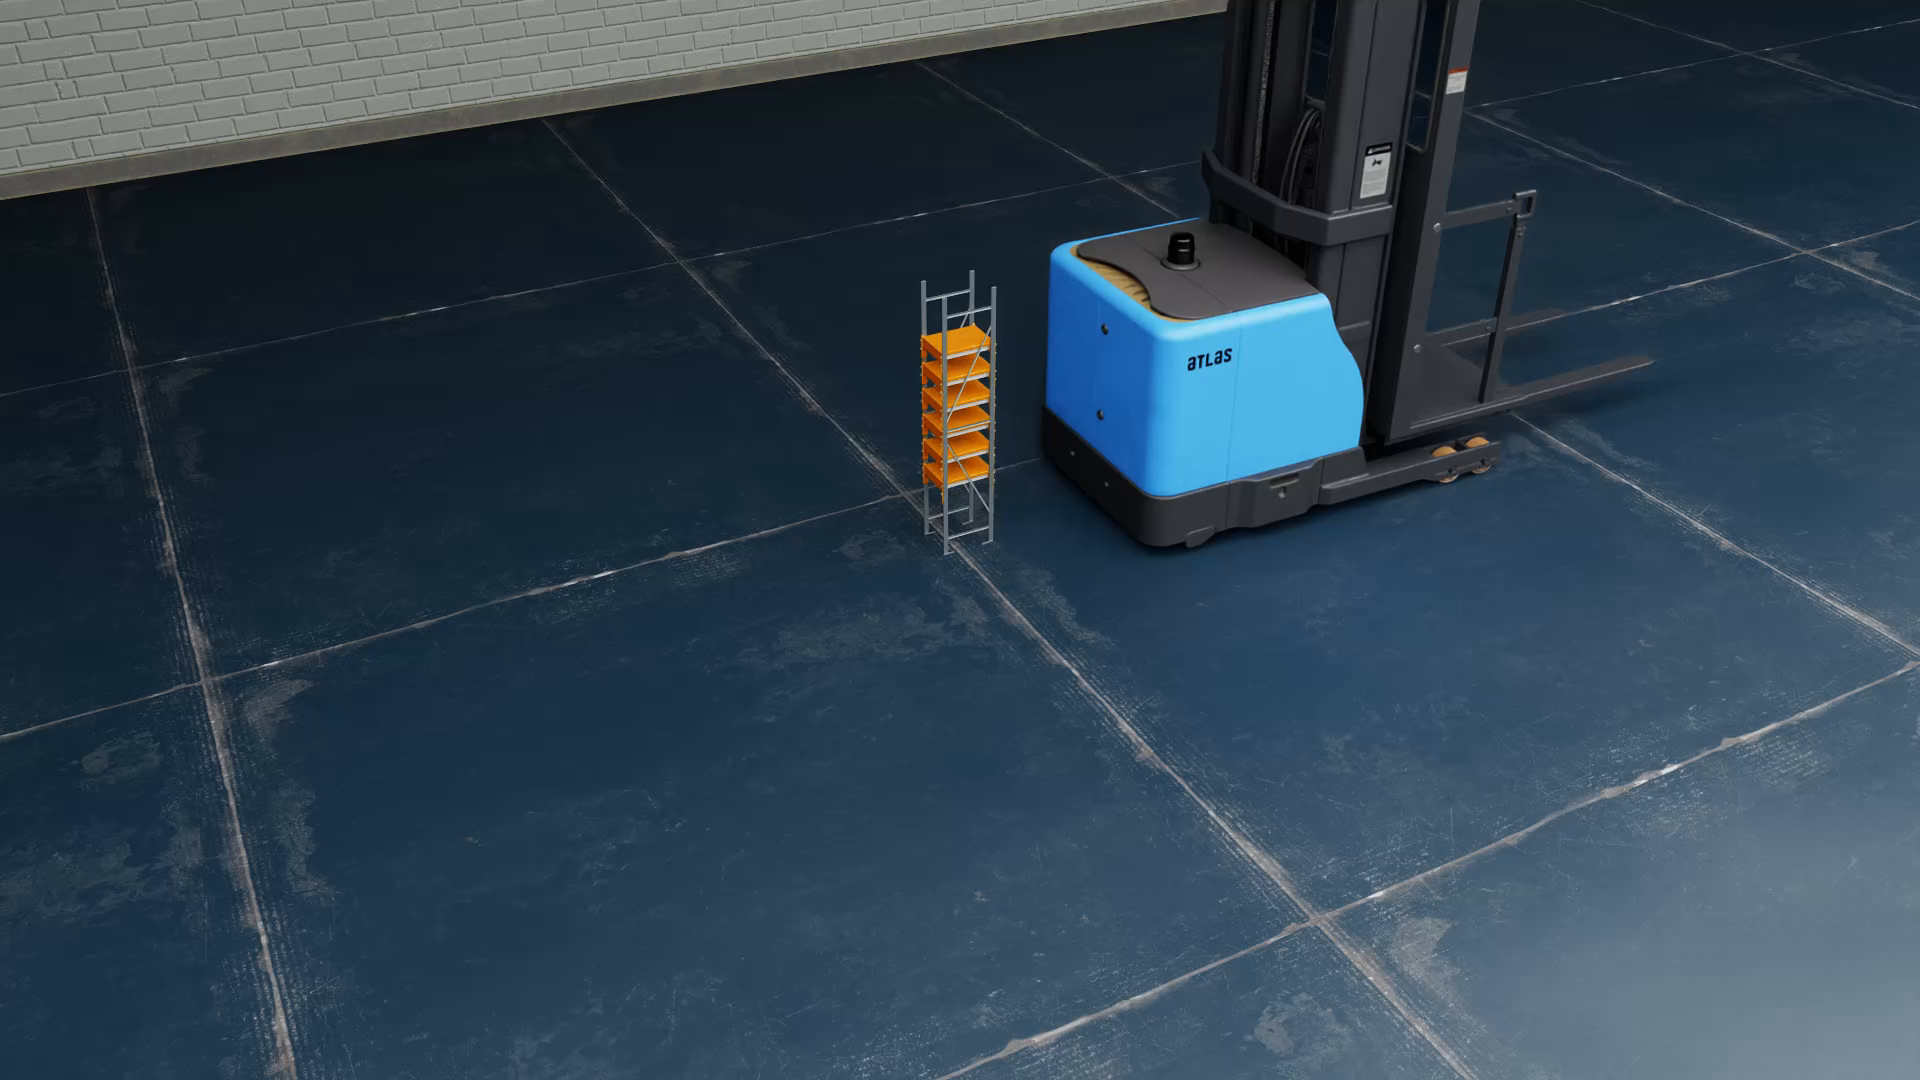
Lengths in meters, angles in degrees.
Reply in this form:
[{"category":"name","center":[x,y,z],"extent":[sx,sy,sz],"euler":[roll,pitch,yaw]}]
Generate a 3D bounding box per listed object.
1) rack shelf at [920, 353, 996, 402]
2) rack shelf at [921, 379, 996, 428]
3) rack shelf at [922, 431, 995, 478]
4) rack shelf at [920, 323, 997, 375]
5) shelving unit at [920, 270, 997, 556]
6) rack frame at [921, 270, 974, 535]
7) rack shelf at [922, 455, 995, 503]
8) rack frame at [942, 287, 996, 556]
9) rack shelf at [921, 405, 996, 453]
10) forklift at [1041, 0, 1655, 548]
[{"category":"rack shelf","center":[-0.007,-0.677,6.832],"extent":[0.258,0.103,0.180],"euler":[-16,36,-23]},{"category":"rack shelf","center":[-0.007,-0.576,6.896],"extent":[0.258,0.103,0.180],"euler":[-16,36,-23]},{"category":"rack shelf","center":[-0.007,-0.374,7.026],"extent":[0.258,0.103,0.180],"euler":[-16,36,-23]},{"category":"rack shelf","center":[-0.007,-0.778,6.767],"extent":[0.258,0.103,0.180],"euler":[-16,36,-23]},{"category":"shelving unit","center":[-0.007,-0.512,6.937],"extent":[0.258,1.200,0.189],"euler":[-16,36,-23]},{"category":"rack frame","center":[-0.049,-0.556,7.005],"extent":[0.240,1.200,0.006],"euler":[-16,36,-23]},{"category":"rack shelf","center":[-0.007,-0.273,7.091],"extent":[0.258,0.103,0.180],"euler":[-16,36,-23]},{"category":"rack frame","center":[0.036,-0.468,6.869],"extent":[0.240,1.200,0.006],"euler":[-16,36,-23]},{"category":"rack shelf","center":[-0.007,-0.475,6.961],"extent":[0.258,0.103,0.180],"euler":[-16,36,-23]},{"category":"forklift","center":[1.934,-1.737,7.245],"extent":[3.031,2.935,1.130],"euler":[-15,35,-22]}]
